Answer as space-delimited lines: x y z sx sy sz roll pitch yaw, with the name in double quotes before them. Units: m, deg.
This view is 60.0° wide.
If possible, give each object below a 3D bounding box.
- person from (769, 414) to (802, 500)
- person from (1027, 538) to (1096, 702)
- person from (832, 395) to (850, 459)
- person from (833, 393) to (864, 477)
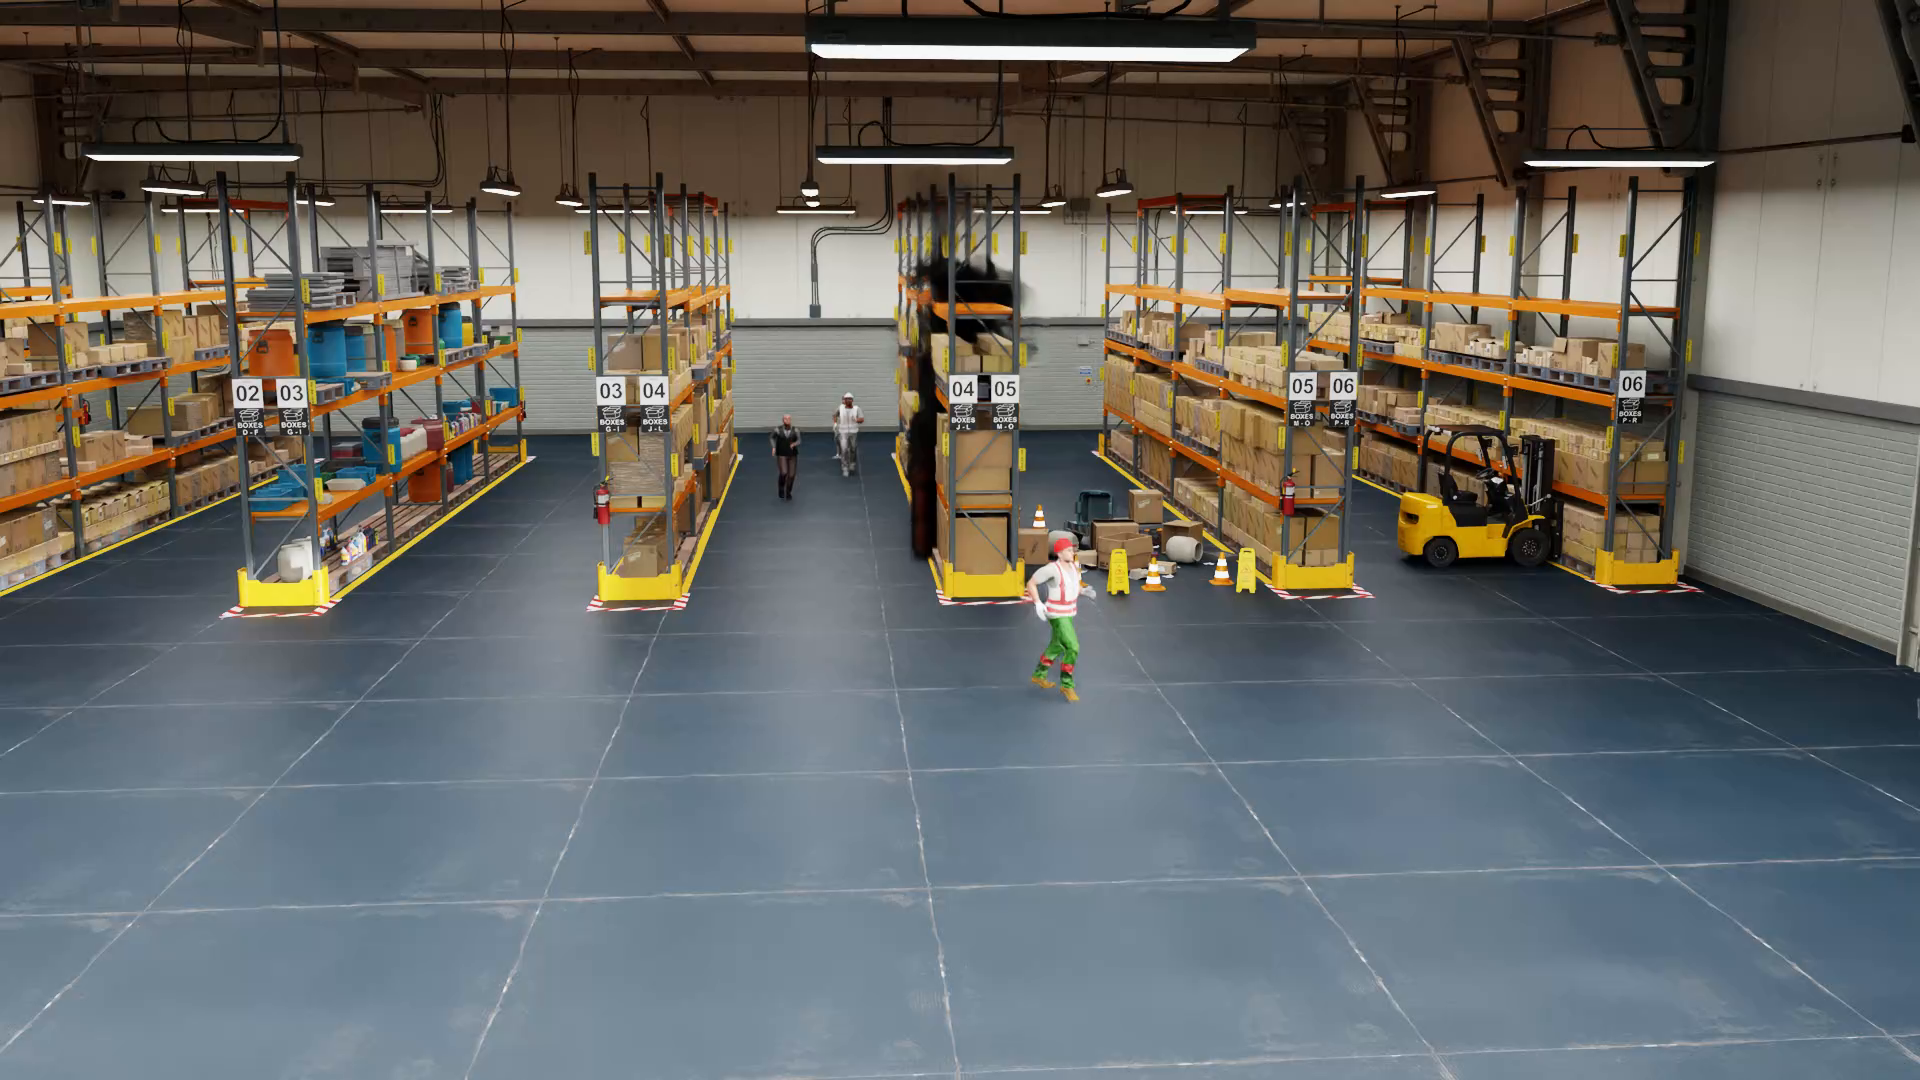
"person" -3.454 -1.653 33.134 0.628 1.707 0.683 -3 10 -16
"person" 1.138 0.880 18.646 0.783 1.843 0.639 6 12 32
"person" -2.746 -2.699 39.628 0.586 1.539 0.494 8 13 37
"person" -2.454 -2.352 36.731 0.675 1.798 0.943 -1 10 -6
